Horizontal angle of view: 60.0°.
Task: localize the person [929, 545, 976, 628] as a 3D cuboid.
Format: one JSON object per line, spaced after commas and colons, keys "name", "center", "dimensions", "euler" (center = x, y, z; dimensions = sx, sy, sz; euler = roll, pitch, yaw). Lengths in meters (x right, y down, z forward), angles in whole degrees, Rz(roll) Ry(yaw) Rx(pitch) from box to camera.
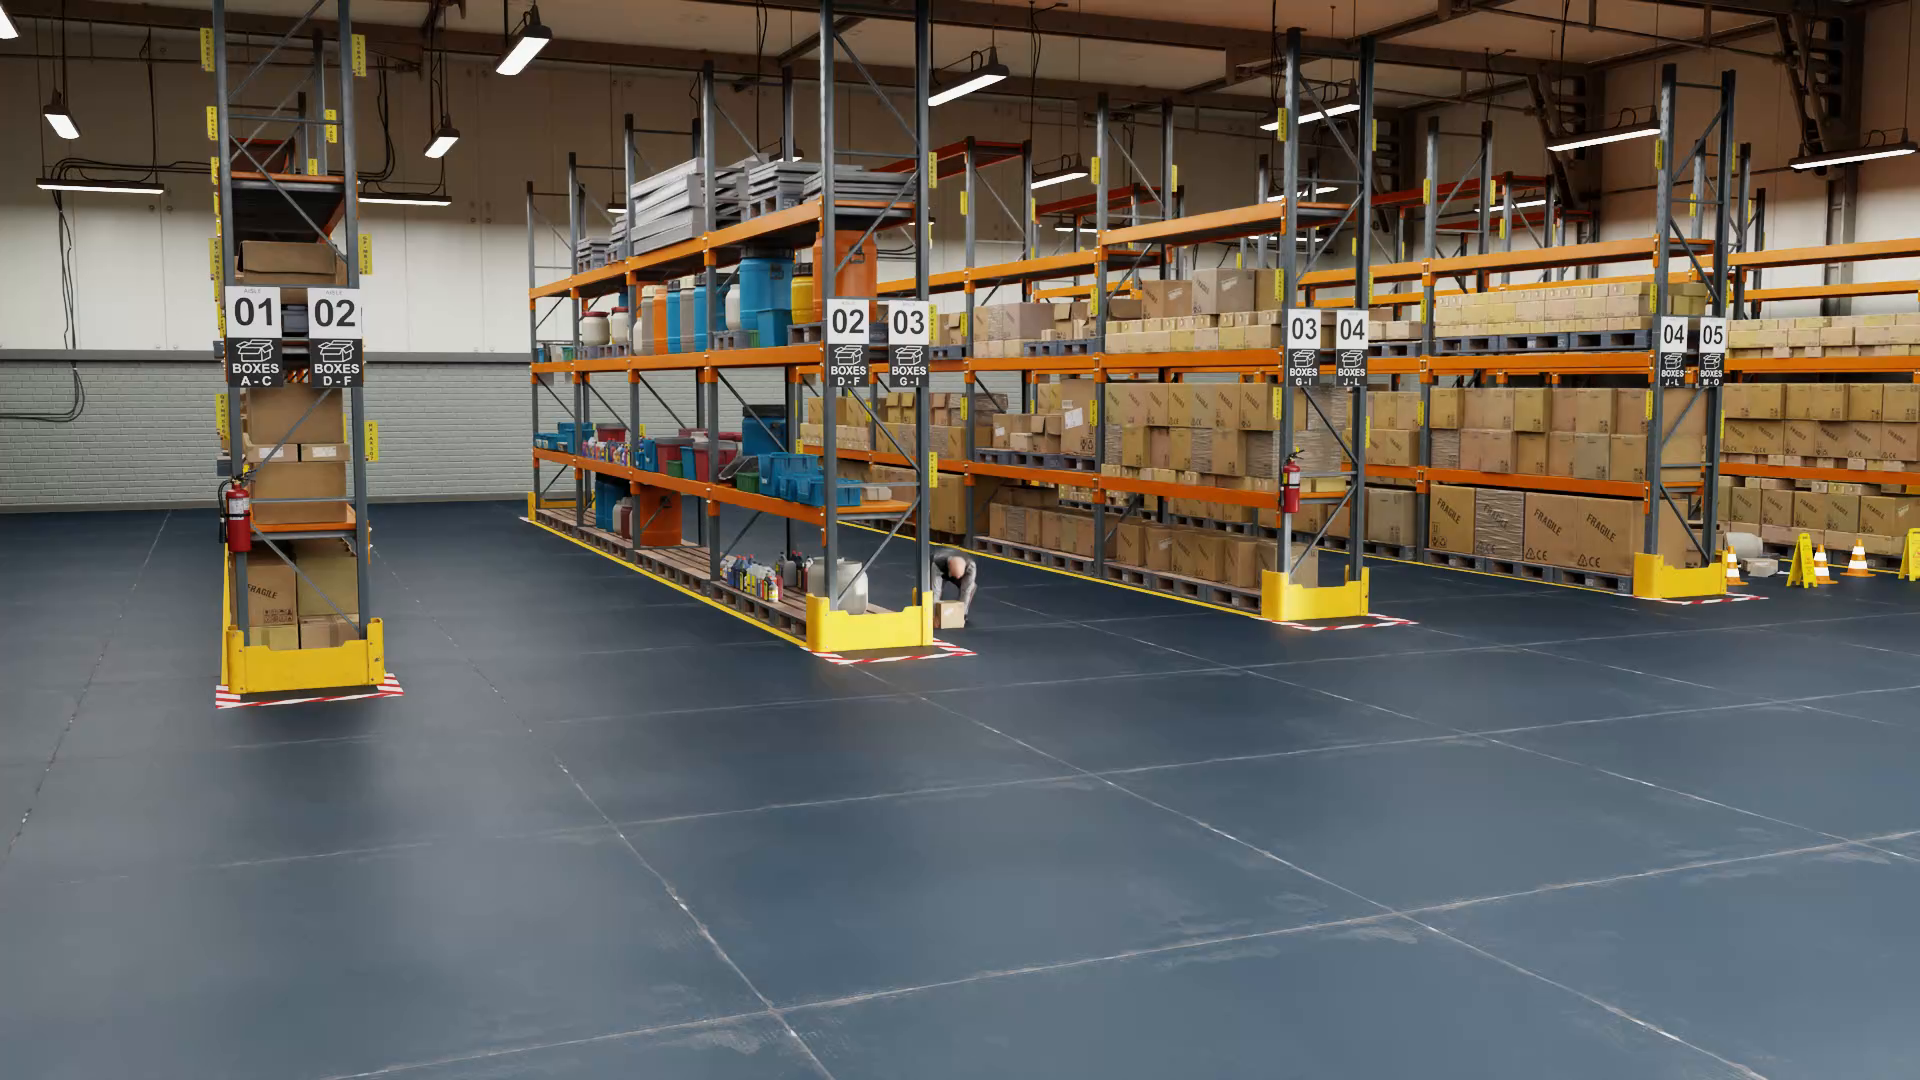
{"name": "person", "center": [-0.091, 0.467, 17.009], "dimensions": [0.501, 0.807, 0.945], "euler": [-1, 5, -6]}
